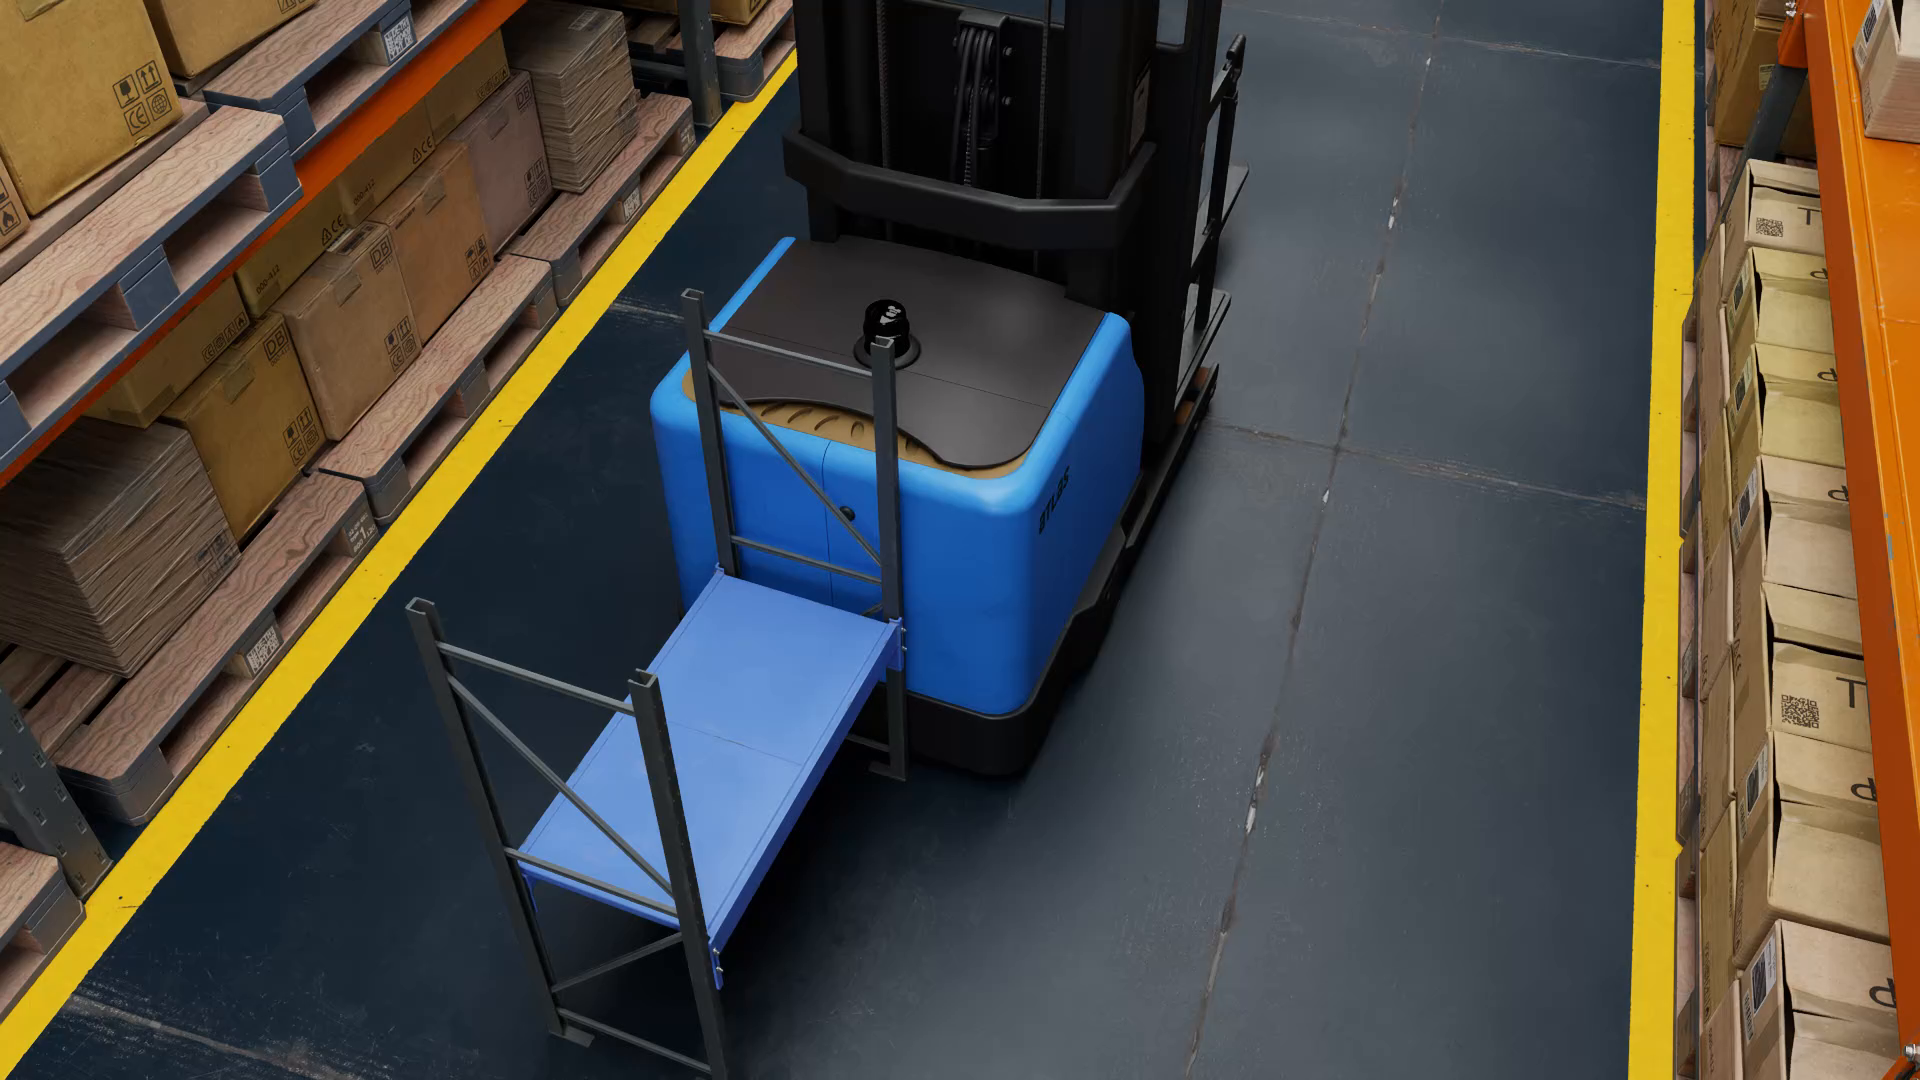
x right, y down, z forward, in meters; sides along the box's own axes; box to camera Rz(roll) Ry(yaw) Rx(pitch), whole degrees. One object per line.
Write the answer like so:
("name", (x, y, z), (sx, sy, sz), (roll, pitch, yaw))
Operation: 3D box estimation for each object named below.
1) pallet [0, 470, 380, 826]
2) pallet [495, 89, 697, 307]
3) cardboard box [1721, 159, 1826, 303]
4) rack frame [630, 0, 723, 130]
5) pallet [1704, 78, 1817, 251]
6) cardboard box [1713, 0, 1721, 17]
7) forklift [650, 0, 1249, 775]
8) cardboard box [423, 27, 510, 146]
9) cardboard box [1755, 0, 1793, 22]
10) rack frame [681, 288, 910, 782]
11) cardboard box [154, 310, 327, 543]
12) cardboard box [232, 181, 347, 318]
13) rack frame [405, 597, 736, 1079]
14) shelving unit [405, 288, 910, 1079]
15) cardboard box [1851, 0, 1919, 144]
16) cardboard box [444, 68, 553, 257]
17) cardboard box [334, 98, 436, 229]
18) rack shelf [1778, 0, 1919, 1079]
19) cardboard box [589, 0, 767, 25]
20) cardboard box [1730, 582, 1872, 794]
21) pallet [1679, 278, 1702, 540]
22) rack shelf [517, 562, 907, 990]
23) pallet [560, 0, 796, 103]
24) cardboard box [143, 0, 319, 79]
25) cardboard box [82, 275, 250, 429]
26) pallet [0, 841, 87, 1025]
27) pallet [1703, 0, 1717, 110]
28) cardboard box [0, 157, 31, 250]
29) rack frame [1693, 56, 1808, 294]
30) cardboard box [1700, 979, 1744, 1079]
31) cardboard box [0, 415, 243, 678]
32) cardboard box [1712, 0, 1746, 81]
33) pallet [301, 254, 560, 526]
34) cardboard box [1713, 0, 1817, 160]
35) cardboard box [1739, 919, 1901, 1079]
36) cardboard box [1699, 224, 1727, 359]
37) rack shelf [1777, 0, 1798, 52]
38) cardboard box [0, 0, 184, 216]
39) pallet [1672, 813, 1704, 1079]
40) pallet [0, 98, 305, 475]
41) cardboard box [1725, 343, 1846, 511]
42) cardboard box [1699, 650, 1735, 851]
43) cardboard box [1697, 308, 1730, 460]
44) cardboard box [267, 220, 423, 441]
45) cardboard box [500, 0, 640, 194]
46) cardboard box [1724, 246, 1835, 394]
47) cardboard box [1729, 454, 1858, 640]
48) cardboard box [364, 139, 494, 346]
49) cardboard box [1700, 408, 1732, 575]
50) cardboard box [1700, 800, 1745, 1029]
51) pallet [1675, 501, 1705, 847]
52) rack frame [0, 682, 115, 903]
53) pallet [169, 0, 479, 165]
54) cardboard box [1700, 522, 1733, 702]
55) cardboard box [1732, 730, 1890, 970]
("pallet", (-2.485, 0.194, 4.900), (1.003, 0.211, 1.213), (13, 46, 13))
("pallet", (-1.746, -1.432, 6.562), (1.003, 0.211, 1.213), (13, 46, 13))
("cardboard box", (2.776, -0.983, 5.375), (0.500, 0.311, 0.500), (14, 46, 14))
("rack frame", (-1.508, -2.949, 6.119), (1.000, 3.000, 0.127), (13, 46, 13))
("pallet", (3.477, -1.395, 6.525), (1.003, 0.211, 1.213), (13, 46, 13))
("cardboard box", (3.584, -2.535, 7.169), (0.500, 0.500, 0.500), (11, 45, 11))
("forklift", (0.235, -1.455, 4.642), (1.130, 2.935, 3.031), (16, 47, 16))
("cardboard box", (-1.908, -1.623, 5.701), (0.500, 0.250, 0.500), (13, 46, 13))
("cardboard box", (3.287, -2.146, 6.235), (0.500, 0.250, 0.500), (14, 46, 14))
("rack frame", (-0.377, 0.055, 4.122), (0.500, 1.500, 0.032), (16, 47, 16))
("cardboard box", (-2.403, -0.396, 4.983), (0.700, 0.500, 0.500), (12, 46, 12))
("cardboard box", (-2.228, -0.951, 5.013), (0.500, 0.250, 0.500), (11, 46, 11))
("rack frame", (-0.758, 0.714, 3.448), (0.500, 1.500, 0.032), (16, 47, 16))
("shelving unit", (-0.568, 0.384, 3.785), (0.538, 1.500, 1.048), (16, 47, 16))
("cardboard box", (2.759, -1.315, 4.513), (0.500, 0.311, 0.500), (12, 46, 12))
("cardboard box", (-1.943, -1.403, 6.012), (0.700, 0.500, 0.500), (12, 46, 12))
("cardboard box", (-2.059, -1.279, 5.349), (0.500, 0.250, 0.500), (12, 46, 12))
("rack shelf", (2.609, -0.312, 3.939), (1.077, 0.370, 4.000), (13, 46, 13))
("cardboard box", (-1.160, -2.793, 7.197), (0.750, 0.750, 0.750), (12, 46, 12))
("cardboard box", (2.158, 0.385, 3.976), (0.500, 0.311, 0.500), (12, 46, 12))
("pallet", (2.928, -0.365, 5.472), (1.003, 0.211, 1.213), (13, 46, 13))
("rack shelf", (-0.568, 0.513, 3.911), (0.538, 0.185, 1.000), (16, 47, 16))
("pallet", (-1.197, -2.462, 7.615), (1.003, 0.211, 1.213), (13, 46, 13))
("cardboard box", (-2.187, -1.624, 4.379), (0.700, 0.500, 0.500), (19, 47, 18))
("cardboard box", (-2.382, -0.603, 4.658), (0.500, 0.250, 0.500), (12, 46, 12))
("pallet", (-2.889, 1.169, 3.905), (1.003, 0.211, 1.213), (13, 46, 13))
("pallet", (3.848, -2.206, 7.353), (1.003, 0.211, 1.213), (13, 46, 13))
("cardboard box", (-2.532, -0.808, 3.545), (0.700, 0.500, 0.500), (13, 46, 13))
("rack frame", (3.215, -1.902, 5.049), (1.000, 3.000, 0.127), (13, 46, 13))
("cardboard box", (1.852, 1.259, 3.485), (0.500, 0.250, 0.500), (12, 46, 12))
("cardboard box", (-2.512, -0.041, 4.620), (0.700, 0.500, 0.500), (14, 46, 14))
("cardboard box", (3.431, -2.184, 6.810), (0.500, 0.500, 0.500), (11, 45, 11))
("pallet", (-2.117, -0.621, 5.734), (1.003, 0.211, 1.213), (13, 46, 13))
("cardboard box", (3.274, -1.839, 6.458), (0.500, 0.500, 0.500), (14, 46, 14))
("cardboard box", (1.853, 1.065, 3.281), (0.500, 0.311, 0.500), (13, 46, 13))
("cardboard box", (2.776, -0.783, 5.571), (0.500, 0.250, 0.500), (12, 46, 12))
("rack shelf", (3.820, -2.978, 6.663), (1.077, 0.370, 4.000), (13, 46, 13))
("cardboard box", (-2.356, -1.179, 3.924), (0.700, 0.500, 0.500), (17, 47, 17))
("pallet", (2.189, 1.261, 3.810), (1.003, 0.211, 1.213), (13, 46, 13))
("pallet", (-2.349, -0.693, 3.951), (1.003, 0.211, 1.213), (13, 46, 13))
("cardboard box", (2.468, -0.292, 4.668), (0.500, 0.311, 0.500), (11, 46, 11))
("cardboard box", (2.162, 0.581, 4.177), (0.500, 0.250, 0.500), (13, 46, 13))
("cardboard box", (2.625, -0.448, 5.228), (0.500, 0.250, 0.500), (11, 46, 11))
("cardboard box", (-2.210, -0.727, 5.321), (0.700, 0.500, 0.500), (13, 46, 13))
("cardboard box", (-1.676, -1.722, 6.338), (0.700, 0.500, 0.500), (13, 46, 13))
("cardboard box", (2.625, -0.631, 5.015), (0.500, 0.311, 0.500), (11, 46, 12))
("cardboard box", (2.313, 0.051, 4.318), (0.500, 0.311, 0.500), (12, 46, 12))
("cardboard box", (-2.066, -1.066, 5.667), (0.700, 0.500, 0.500), (12, 46, 12))
("cardboard box", (2.473, -0.100, 4.873), (0.500, 0.250, 0.500), (11, 46, 11))
("cardboard box", (2.007, 0.922, 3.829), (0.500, 0.250, 0.500), (12, 46, 12))
("pallet", (2.557, 0.445, 4.644), (1.003, 0.211, 1.213), (13, 46, 13))
("rack frame", (-2.719, -0.283, 3.394), (1.000, 3.000, 0.127), (13, 46, 13))
("pallet", (-2.068, -1.552, 4.829), (1.003, 0.211, 1.213), (13, 46, 13))
("cardboard box", (2.317, 0.242, 4.524), (0.500, 0.250, 0.500), (13, 46, 13))
("cardboard box", (2.004, 0.717, 3.637), (0.500, 0.311, 0.500), (14, 46, 14))
